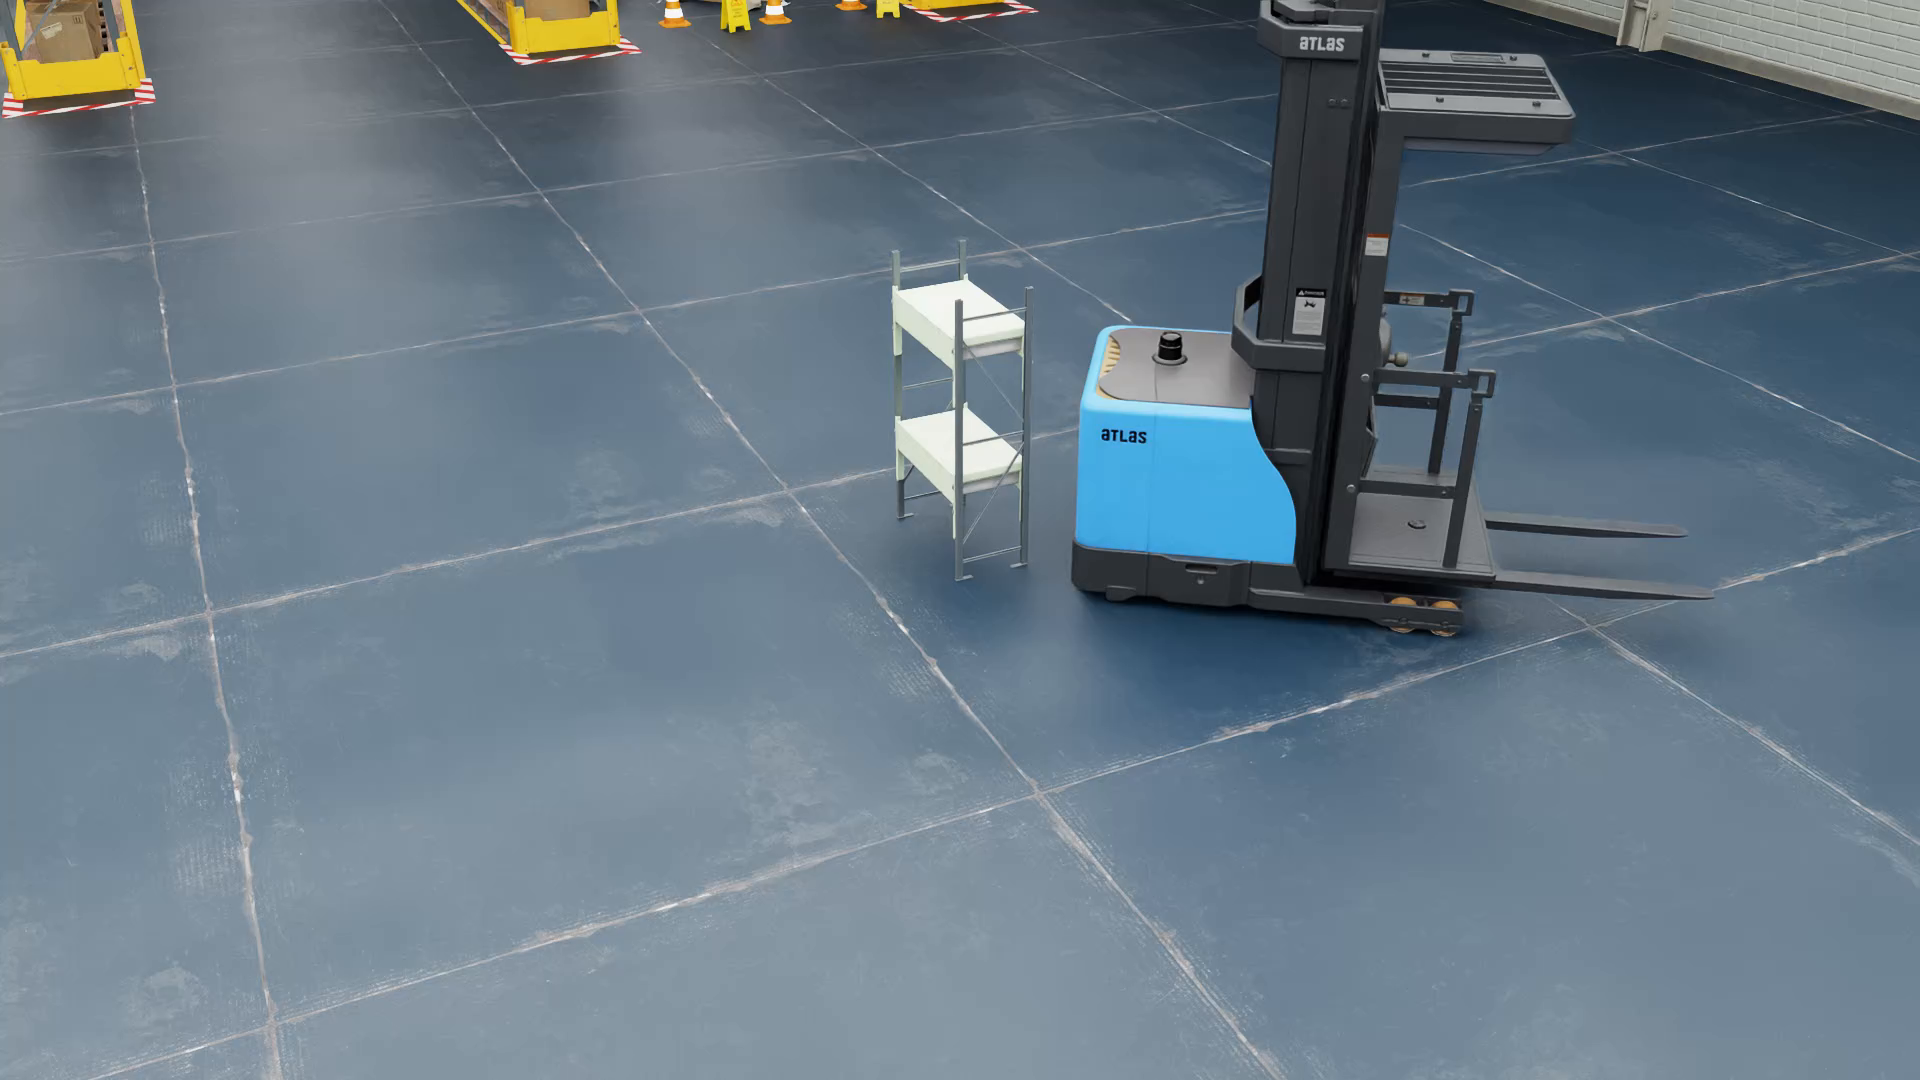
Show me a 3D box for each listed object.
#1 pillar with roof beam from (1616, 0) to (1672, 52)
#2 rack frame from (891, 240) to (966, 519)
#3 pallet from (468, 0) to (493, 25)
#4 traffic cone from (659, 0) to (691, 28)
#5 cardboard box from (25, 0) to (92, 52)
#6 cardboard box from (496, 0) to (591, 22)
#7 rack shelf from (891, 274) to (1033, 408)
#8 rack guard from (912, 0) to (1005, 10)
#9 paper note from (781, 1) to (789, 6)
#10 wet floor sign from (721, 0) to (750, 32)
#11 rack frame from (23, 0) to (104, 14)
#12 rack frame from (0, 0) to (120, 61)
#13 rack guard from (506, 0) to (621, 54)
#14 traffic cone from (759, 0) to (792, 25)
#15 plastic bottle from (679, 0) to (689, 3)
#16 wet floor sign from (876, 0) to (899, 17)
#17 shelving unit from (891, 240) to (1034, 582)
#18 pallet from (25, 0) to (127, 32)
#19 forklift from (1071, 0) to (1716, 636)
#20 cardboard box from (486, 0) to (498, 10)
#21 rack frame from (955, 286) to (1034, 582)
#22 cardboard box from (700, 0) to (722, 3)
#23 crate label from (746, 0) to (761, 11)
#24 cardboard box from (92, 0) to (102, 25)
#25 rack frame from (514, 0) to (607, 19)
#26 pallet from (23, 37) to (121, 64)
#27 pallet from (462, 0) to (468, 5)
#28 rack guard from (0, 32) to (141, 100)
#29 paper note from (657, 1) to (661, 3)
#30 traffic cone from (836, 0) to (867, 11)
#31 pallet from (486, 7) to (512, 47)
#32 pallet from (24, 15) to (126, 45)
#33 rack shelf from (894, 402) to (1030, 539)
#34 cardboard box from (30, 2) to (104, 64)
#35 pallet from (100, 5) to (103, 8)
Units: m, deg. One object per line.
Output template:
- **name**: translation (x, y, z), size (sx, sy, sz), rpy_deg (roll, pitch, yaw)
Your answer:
- **pillar with roof beam**: translation (3.700, -8.533, 14.766), size (9.100, 9.000, 0.400), rpy_deg (-13, 32, -22)
- **rack frame**: translation (-0.154, -0.813, 8.666), size (0.400, 1.500, 0.023), rpy_deg (-13, 32, -22)
- **pallet**: translation (-5.345, -6.504, 20.134), size (1.003, 0.211, 1.213), rpy_deg (-13, 32, -22)
- **traffic cone**: translation (-3.357, -6.272, 19.462), size (0.336, 0.463, 0.334), rpy_deg (-13, 32, -22)
- **cardboard box**: translation (-9.475, -5.478, 17.578), size (0.500, 0.500, 0.500), rpy_deg (-5, 30, -9)
- **cardboard box**: translation (-4.762, -6.388, 18.818), size (0.875, 0.875, 0.875), rpy_deg (-13, 32, -22)
- **rack shelf**: translation (0.003, -0.992, 8.187), size (0.431, 0.370, 0.720), rpy_deg (-13, 32, -22)
- **rack guard**: translation (-0.016, -6.873, 20.496), size (1.175, 0.500, 0.348), rpy_deg (-13, 32, -22)
- **paper note**: translation (-2.187, -6.634, 20.550), size (0.142, 0.019, 0.148), rpy_deg (26, 38, 38)
- **wet floor sign**: translation (-2.610, -6.222, 19.186), size (0.267, 0.644, 0.232), rpy_deg (-19, 35, -30)
- **rack frame**: translation (-10.651, -7.616, 19.265), size (1.000, 3.000, 0.127), rpy_deg (-13, 32, -22)
- **rack frame**: translation (-8.934, -5.849, 16.114), size (1.000, 3.000, 0.127), rpy_deg (-13, 32, -22)
- **rack guard**: translation (-4.401, -5.745, 18.484), size (1.175, 0.500, 0.348), rpy_deg (-13, 32, -22)
- **traffic cone**: translation (-2.190, -6.359, 19.617), size (0.336, 0.463, 0.334), rpy_deg (-13, 32, -22)
- **plastic bottle**: translation (-3.517, -6.765, 20.752), size (0.283, 0.061, 0.133), rpy_deg (26, 38, 38)
- **wet floor sign**: translation (-0.869, -6.594, 19.850), size (0.267, 0.644, 0.232), rpy_deg (-3, 29, -5)
- **shelving unit**: translation (0.003, -0.651, 8.378), size (0.431, 1.500, 0.755), rpy_deg (-13, 32, -22)
- **pallet**: translation (-10.331, -6.110, 19.431), size (1.003, 0.211, 1.213), rpy_deg (-13, 32, -22)
- **forklift**: translation (2.116, -1.101, 7.716), size (3.031, 2.935, 1.130), rpy_deg (5, 30, 8)
- **cardboard box**: translation (-5.141, -6.776, 19.510), size (0.875, 0.875, 0.875), rpy_deg (-14, 32, -23)
- **rack frame**: translation (0.160, -0.490, 8.090), size (0.400, 1.500, 0.023), rpy_deg (-13, 32, -22)
- **cardboard box**: translation (-3.024, -7.085, 20.871), size (0.637, 0.503, 0.797), rpy_deg (13, 32, 21)
- **crate label**: translation (-2.583, -6.551, 20.293), size (0.298, 0.136, 0.250), rpy_deg (19, 34, 30)
- **cardboard box**: translation (-9.925, -6.014, 18.535), size (0.500, 0.500, 0.500), rpy_deg (-16, 33, -26)
- **rack frame**: translation (-4.411, -6.846, 17.891), size (1.000, 3.000, 0.127), rpy_deg (-13, 32, -22)
- **pallet**: translation (-9.284, -5.032, 17.509), size (1.003, 0.211, 1.213), rpy_deg (-13, 32, -22)
- **pallet**: translation (-5.872, -7.044, 21.096), size (1.003, 0.211, 1.213), rpy_deg (-13, 32, -22)
- **rack guard**: translation (-8.967, -4.792, 16.785), size (1.175, 0.500, 0.348), rpy_deg (-13, 32, -22)
- **paper note**: translation (-3.738, -6.695, 20.679), size (0.032, 0.001, 0.123), rpy_deg (2, 29, 4)
- **traffic cone**: translation (-1.333, -6.742, 20.300), size (0.336, 0.463, 0.334), rpy_deg (-13, 32, -22)
- **pallet**: translation (-4.825, -5.966, 19.174), size (1.003, 0.211, 1.213), rpy_deg (-13, 32, -22)
- **pallet**: translation (-9.803, -5.571, 18.468), size (1.003, 0.211, 1.213), rpy_deg (-13, 32, -22)
- **rack shelf**: translation (0.003, -0.367, 8.537), size (0.431, 0.370, 0.720), rpy_deg (-13, 32, -22)
- **cardboard box**: translation (-9.187, -5.221, 17.120), size (0.500, 0.500, 0.500), rpy_deg (-7, 30, -13)
- **pallet**: translation (-10.987, -6.743, 20.559), size (1.003, 0.211, 1.213), rpy_deg (-13, 32, -22)
